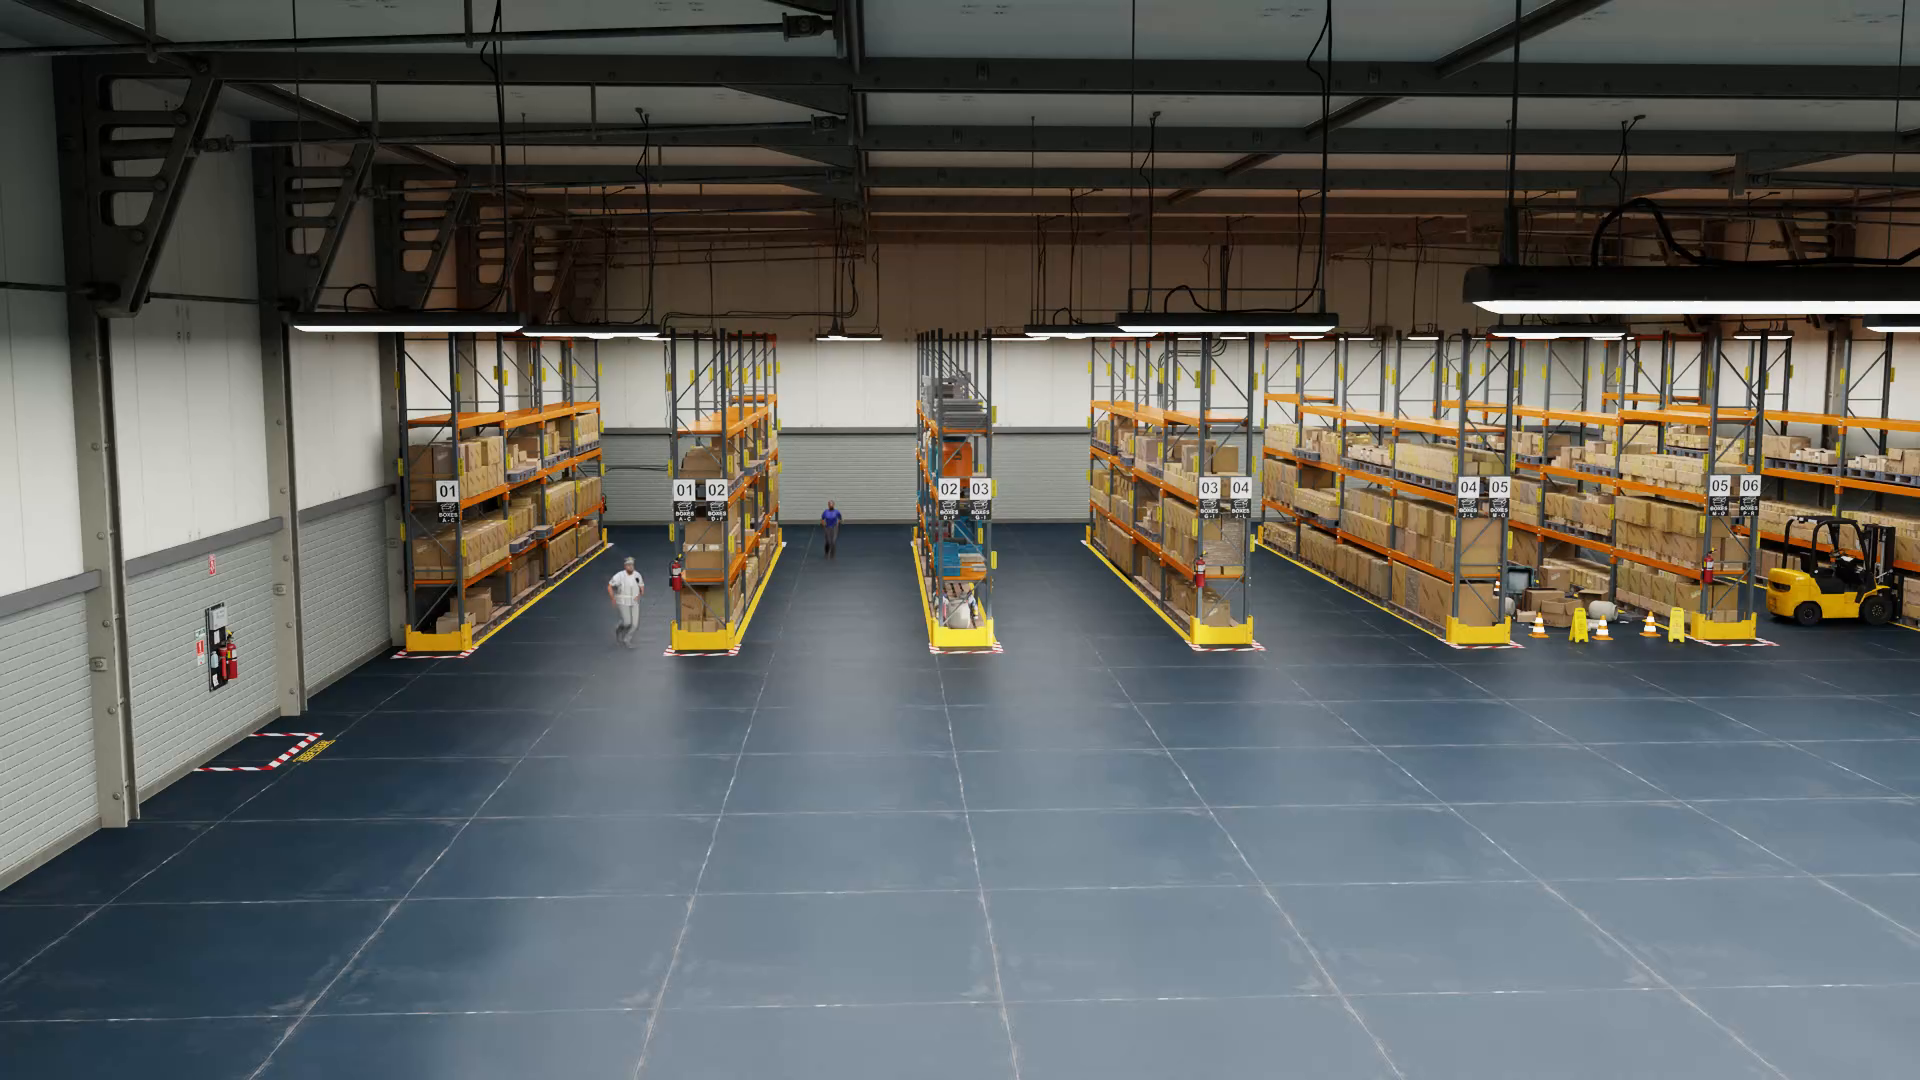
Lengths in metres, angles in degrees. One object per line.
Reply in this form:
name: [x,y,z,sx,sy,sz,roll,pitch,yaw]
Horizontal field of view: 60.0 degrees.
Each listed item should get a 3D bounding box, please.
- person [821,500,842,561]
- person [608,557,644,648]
person: [-3.363,-0.232,43.710,0.561,1.620,0.567,-1,7,-7]
person: [-6.247,1.177,31.338,0.660,1.722,0.565,-5,8,-35]
